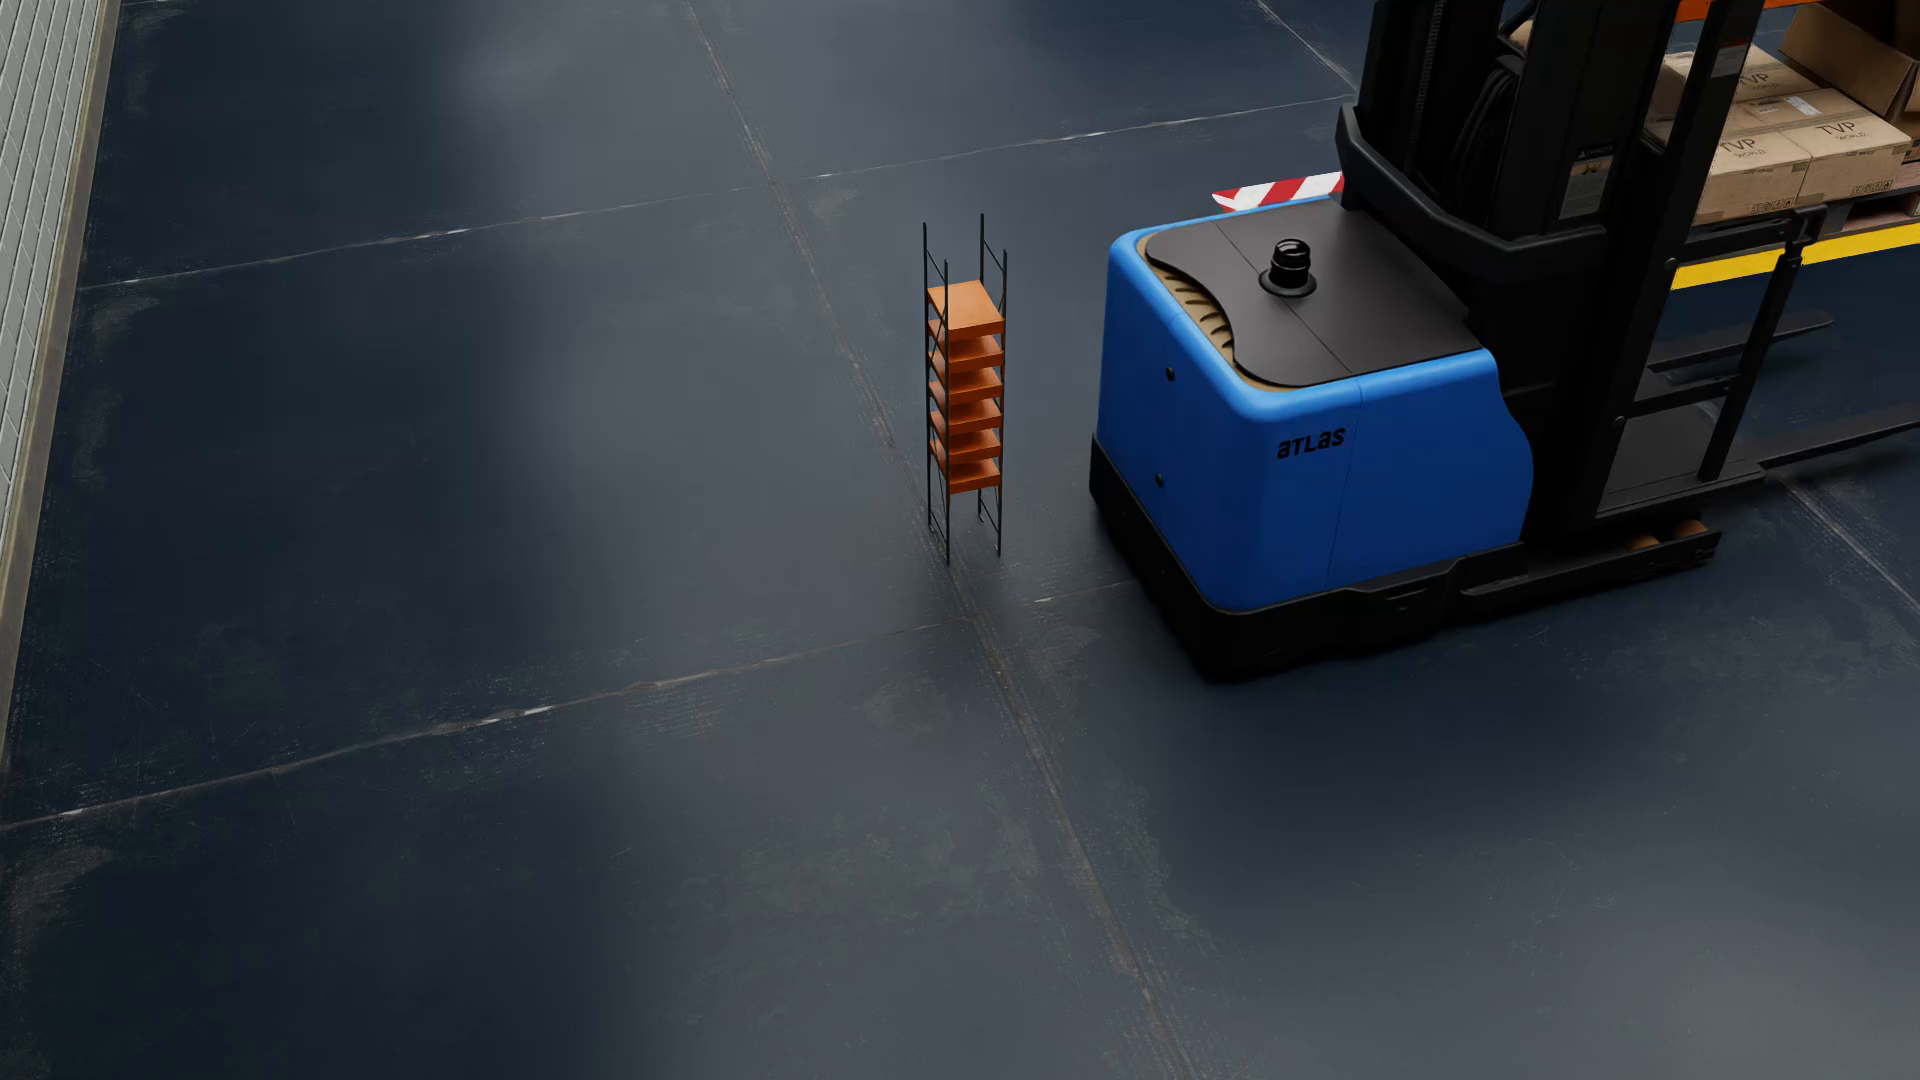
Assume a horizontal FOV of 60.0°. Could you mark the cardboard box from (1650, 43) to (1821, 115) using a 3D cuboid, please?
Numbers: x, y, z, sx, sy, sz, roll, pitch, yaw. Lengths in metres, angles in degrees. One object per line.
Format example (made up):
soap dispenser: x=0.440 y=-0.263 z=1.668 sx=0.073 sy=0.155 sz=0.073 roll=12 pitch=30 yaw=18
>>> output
cardboard box: x=3.480 y=-2.000 z=7.514 sx=0.500 sy=0.250 sz=0.500 roll=-12 pitch=42 yaw=-13

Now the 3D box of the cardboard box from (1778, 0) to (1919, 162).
cardboard box: x=4.145 y=-2.080 z=7.414 sx=0.637 sy=0.503 sz=0.797 roll=-12 pitch=42 yaw=-13

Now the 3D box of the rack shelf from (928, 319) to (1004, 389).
rack shelf: x=0.014 y=-0.602 z=5.230 sx=0.180 sy=0.103 sz=0.258 roll=-12 pitch=42 yaw=-13

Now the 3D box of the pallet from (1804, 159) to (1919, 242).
pallet: x=4.114 y=-1.800 z=7.650 sx=1.213 sy=0.211 sz=1.003 roll=-12 pitch=42 yaw=-13

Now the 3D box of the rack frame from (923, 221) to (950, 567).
rack frame: x=-0.073 y=-0.437 z=5.338 sx=0.006 sy=1.200 sz=0.240 roll=-12 pitch=42 yaw=-13

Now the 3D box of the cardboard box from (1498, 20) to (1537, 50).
cardboard box: x=2.565 y=-1.925 z=7.239 sx=0.500 sy=0.500 sz=0.500 roll=-12 pitch=42 yaw=-13

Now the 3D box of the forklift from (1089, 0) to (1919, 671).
forklift: x=2.027 y=-1.281 z=4.989 sx=3.031 sy=2.935 sz=1.130 roll=-13 pitch=43 yaw=-15

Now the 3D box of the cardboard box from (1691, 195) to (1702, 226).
cardboard box: x=2.861 y=-1.454 z=6.953 sx=0.250 sy=0.166 sz=0.380 roll=-12 pitch=42 yaw=-13

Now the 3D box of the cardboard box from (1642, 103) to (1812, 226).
cardboard box: x=3.201 y=-1.597 z=7.054 sx=0.500 sy=0.250 sz=0.500 roll=-12 pitch=42 yaw=-13

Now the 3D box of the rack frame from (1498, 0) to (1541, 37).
rack frame: x=2.120 y=-2.438 z=6.261 sx=0.127 sy=3.000 sz=1.000 roll=-12 pitch=42 yaw=-13

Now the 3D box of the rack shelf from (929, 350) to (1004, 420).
rack shelf: x=0.014 y=-0.512 z=5.309 sx=0.180 sy=0.103 sz=0.258 roll=-12 pitch=42 yaw=-13

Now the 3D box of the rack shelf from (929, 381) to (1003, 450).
rack shelf: x=0.014 y=-0.421 z=5.388 sx=0.180 sy=0.103 sz=0.258 roll=-12 pitch=42 yaw=-13

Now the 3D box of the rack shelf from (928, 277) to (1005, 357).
rack shelf: x=0.014 y=-0.692 z=5.151 sx=0.180 sy=0.103 sz=0.258 roll=-12 pitch=42 yaw=-13

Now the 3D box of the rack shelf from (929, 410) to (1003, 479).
rack shelf: x=0.014 y=-0.331 z=5.467 sx=0.180 sy=0.103 sz=0.258 roll=-12 pitch=42 yaw=-13

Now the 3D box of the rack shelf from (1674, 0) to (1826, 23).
rack shelf: x=4.028 y=-2.563 z=6.950 sx=4.000 sy=0.370 sz=1.077 roll=-12 pitch=42 yaw=-13

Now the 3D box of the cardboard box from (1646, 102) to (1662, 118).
cardboard box: x=2.978 y=-1.823 z=7.376 sx=0.250 sy=0.166 sz=0.380 roll=-12 pitch=42 yaw=-13

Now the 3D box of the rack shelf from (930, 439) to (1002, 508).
rack shelf: x=0.014 y=-0.241 z=5.546 sx=0.180 sy=0.103 sz=0.258 roll=-12 pitch=42 yaw=-13

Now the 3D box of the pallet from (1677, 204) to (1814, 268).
pallet: x=2.953 y=-1.561 z=7.377 sx=1.213 sy=0.211 sz=1.003 roll=-12 pitch=42 yaw=-13

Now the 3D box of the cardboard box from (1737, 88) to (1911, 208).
cardboard box: x=3.678 y=-1.696 z=7.167 sx=0.500 sy=0.250 sz=0.500 roll=-12 pitch=42 yaw=-13

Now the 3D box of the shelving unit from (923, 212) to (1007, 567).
shelving unit: x=0.014 y=-0.455 z=5.359 sx=0.189 sy=1.200 sz=0.258 roll=-12 pitch=42 yaw=-13

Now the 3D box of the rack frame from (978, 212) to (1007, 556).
rack frame: x=0.101 y=-0.473 z=5.379 sx=0.006 sy=1.200 sz=0.240 roll=-12 pitch=42 yaw=-13
